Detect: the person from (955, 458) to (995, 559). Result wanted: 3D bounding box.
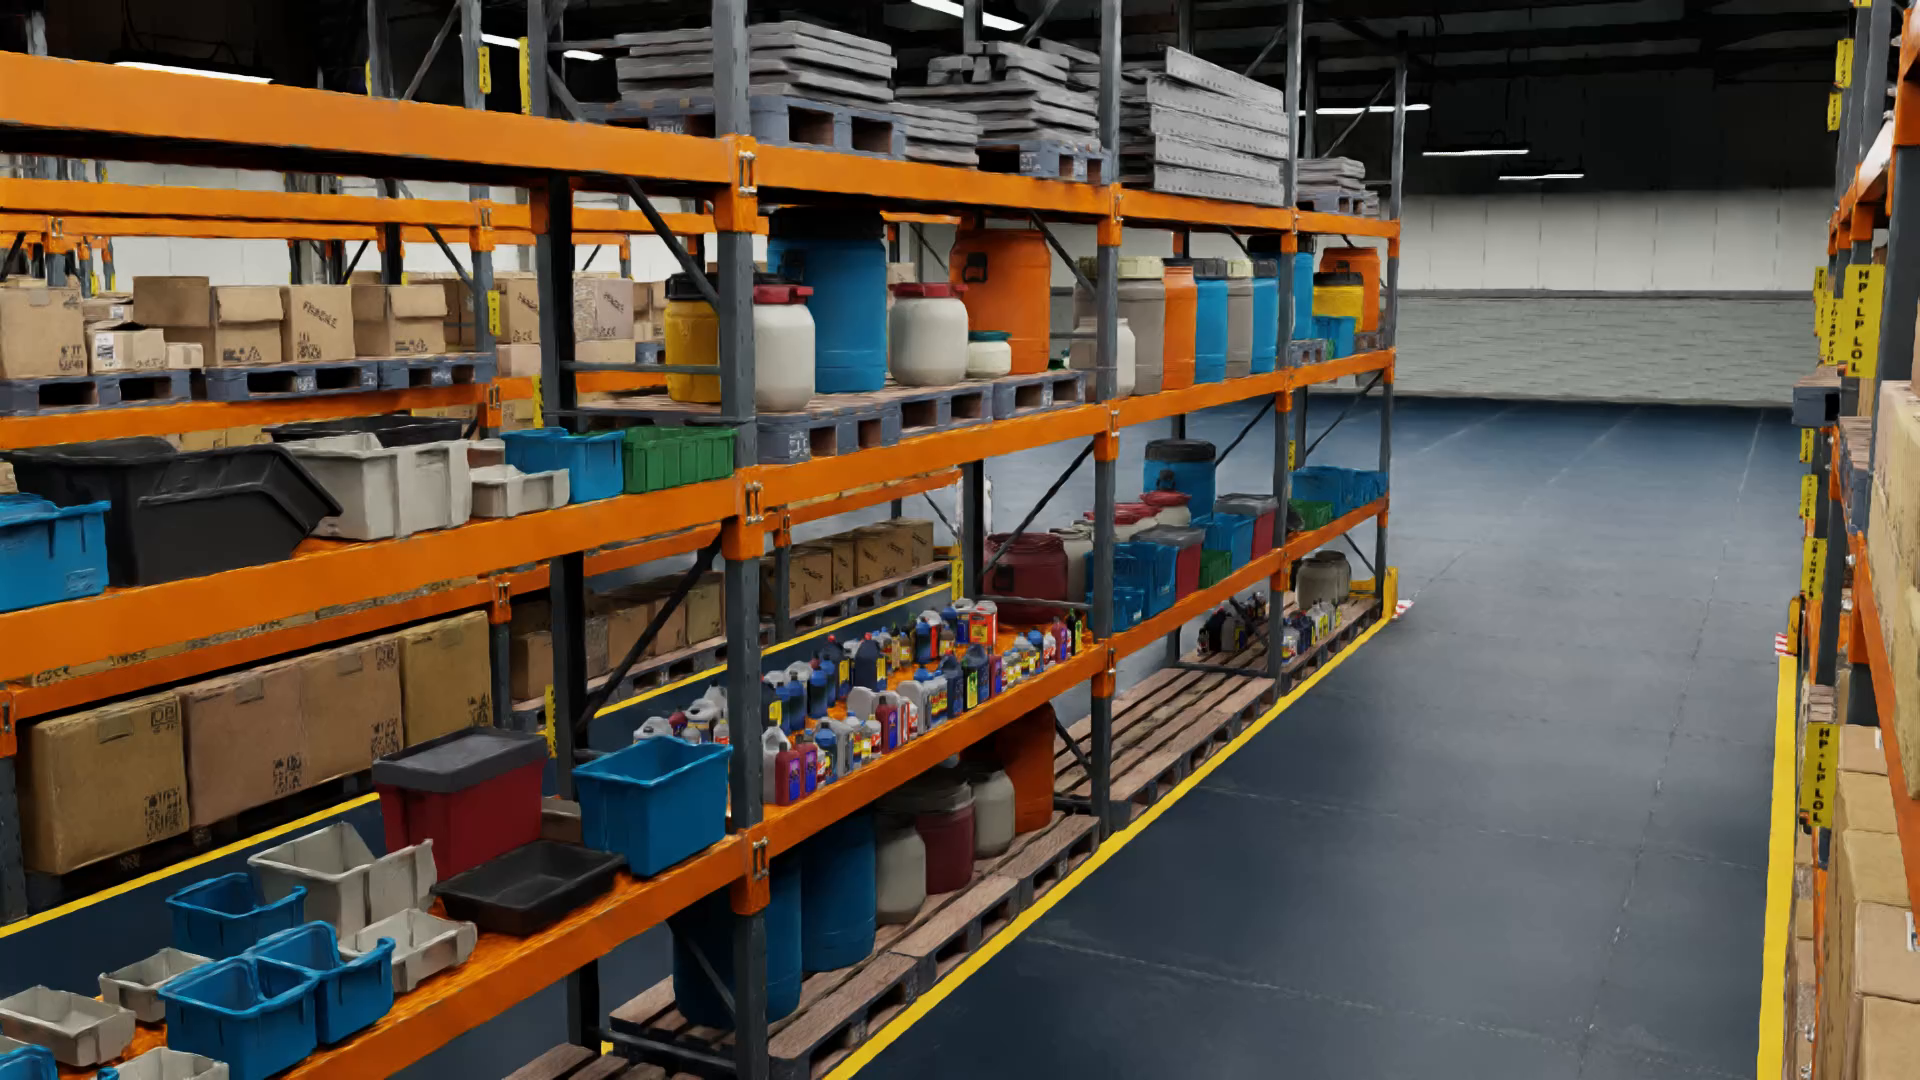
[{"bbox_3d":[0.198,-0.149,18.156,0.457,1.682,0.571,4,10,26],"label":"person"}]
